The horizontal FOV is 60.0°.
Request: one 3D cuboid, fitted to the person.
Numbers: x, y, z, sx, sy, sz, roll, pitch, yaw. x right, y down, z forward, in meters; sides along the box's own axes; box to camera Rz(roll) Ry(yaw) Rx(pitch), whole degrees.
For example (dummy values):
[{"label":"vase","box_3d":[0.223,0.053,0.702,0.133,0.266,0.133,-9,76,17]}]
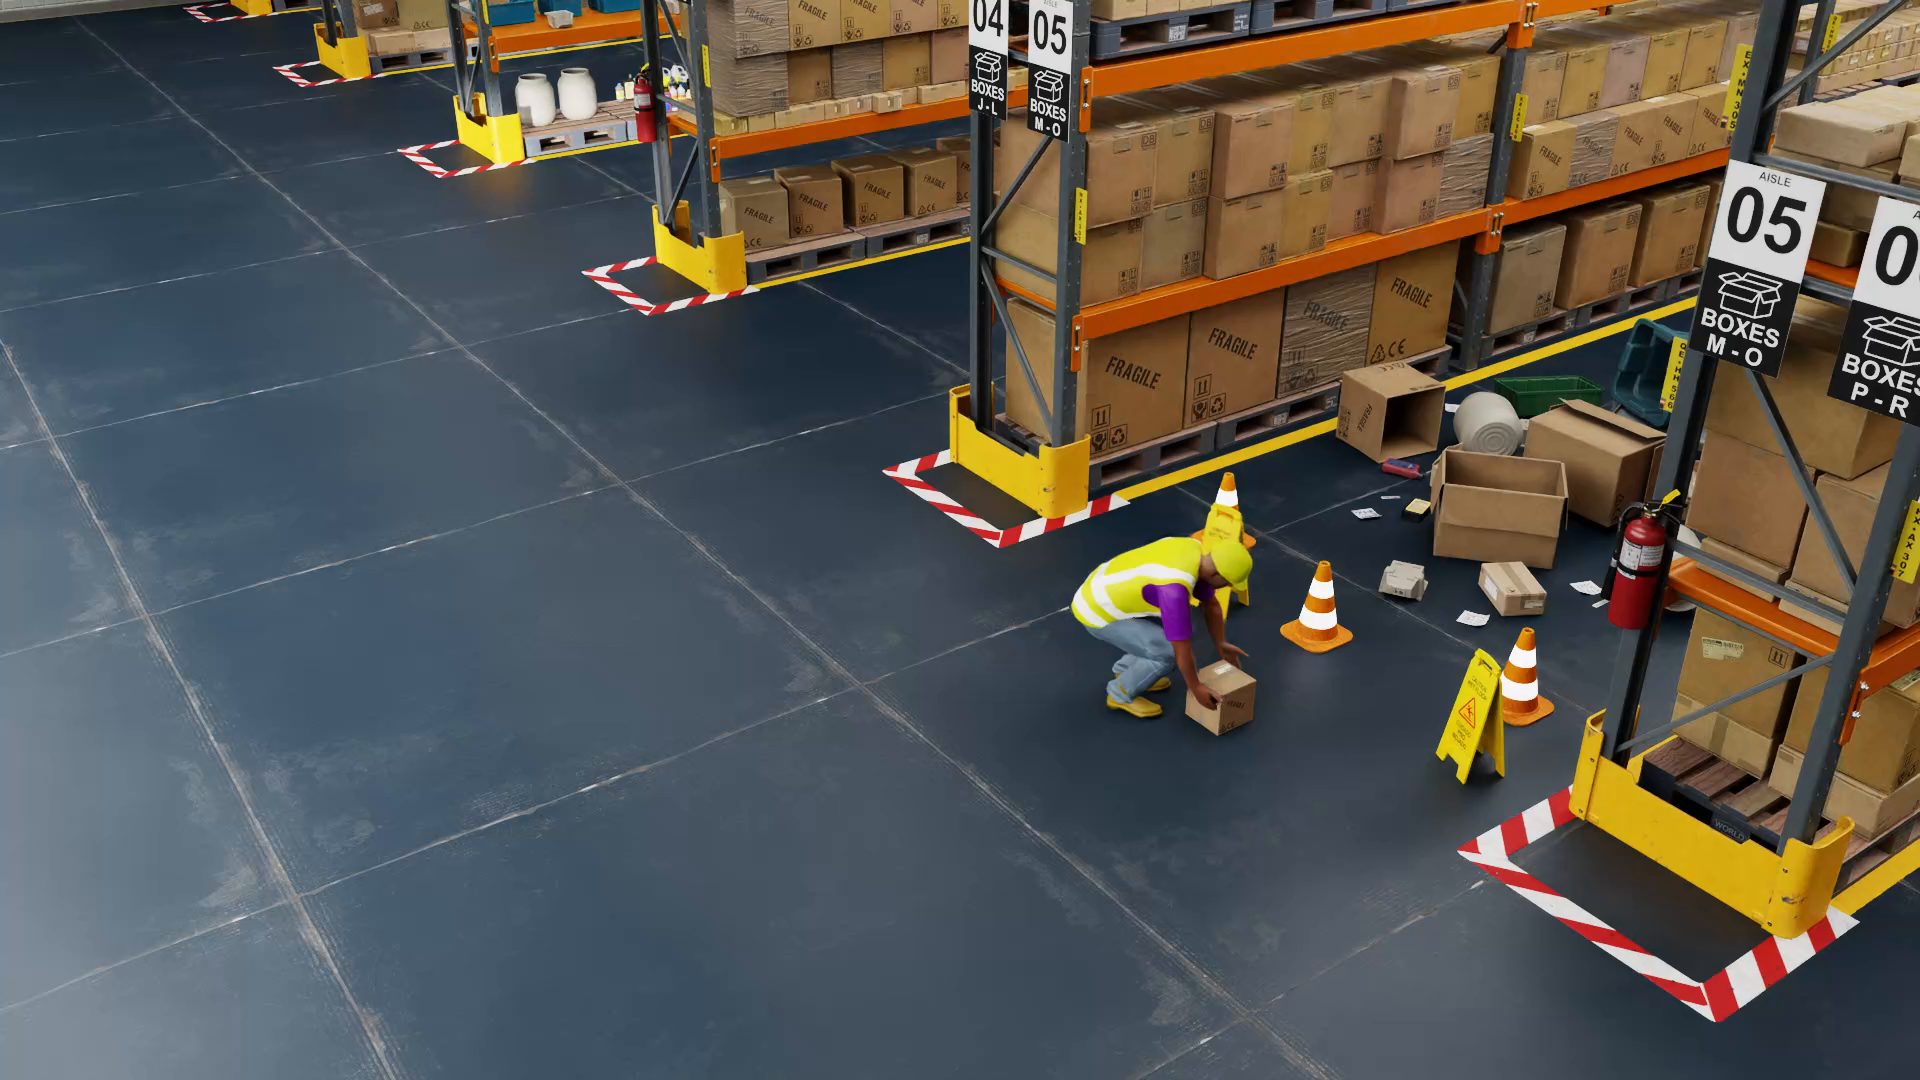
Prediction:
[{"label":"person","box_3d":[1.048,0.394,8.662,0.887,1.017,0.584,12,31,21]}]
